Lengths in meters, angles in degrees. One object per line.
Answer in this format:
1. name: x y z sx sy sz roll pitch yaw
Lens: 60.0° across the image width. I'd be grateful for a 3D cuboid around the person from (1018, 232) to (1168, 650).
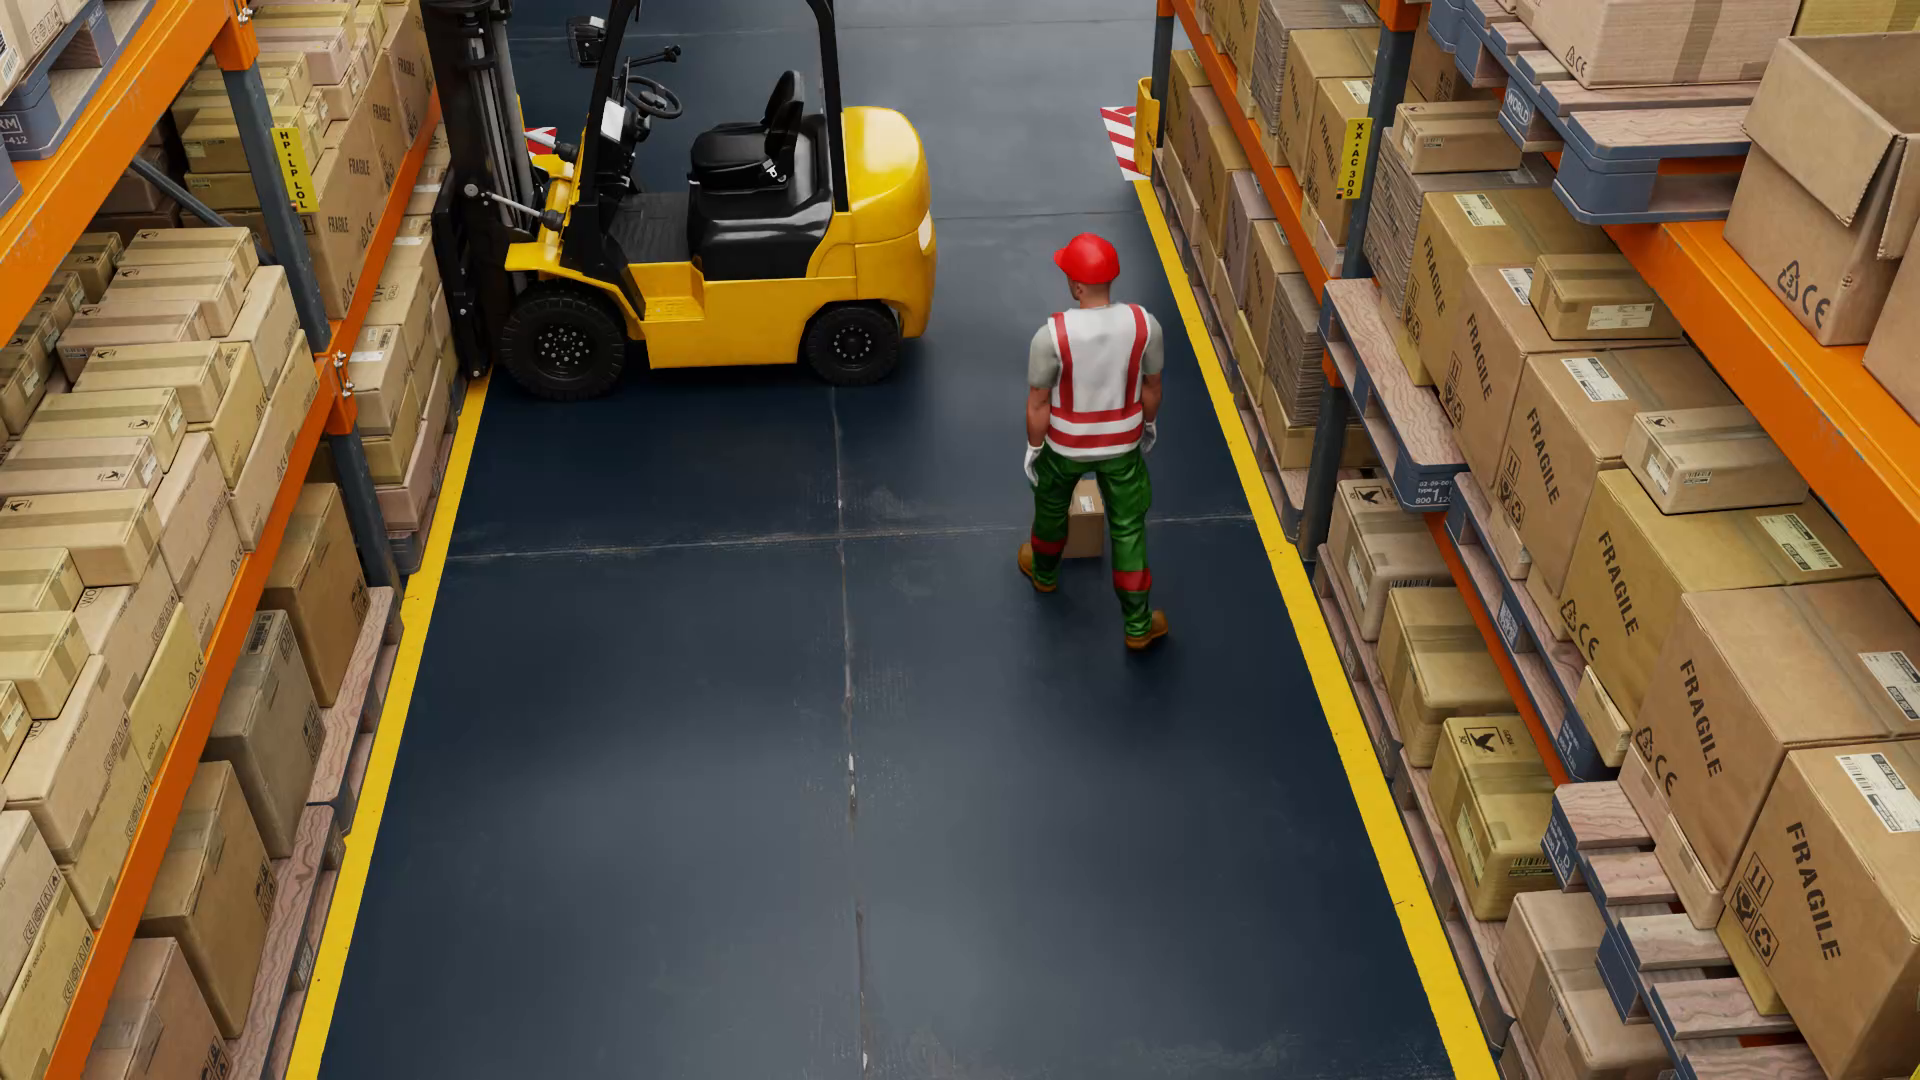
1. person: 0.555 -0.414 6.663 0.620 1.776 0.757 -4 39 -5
